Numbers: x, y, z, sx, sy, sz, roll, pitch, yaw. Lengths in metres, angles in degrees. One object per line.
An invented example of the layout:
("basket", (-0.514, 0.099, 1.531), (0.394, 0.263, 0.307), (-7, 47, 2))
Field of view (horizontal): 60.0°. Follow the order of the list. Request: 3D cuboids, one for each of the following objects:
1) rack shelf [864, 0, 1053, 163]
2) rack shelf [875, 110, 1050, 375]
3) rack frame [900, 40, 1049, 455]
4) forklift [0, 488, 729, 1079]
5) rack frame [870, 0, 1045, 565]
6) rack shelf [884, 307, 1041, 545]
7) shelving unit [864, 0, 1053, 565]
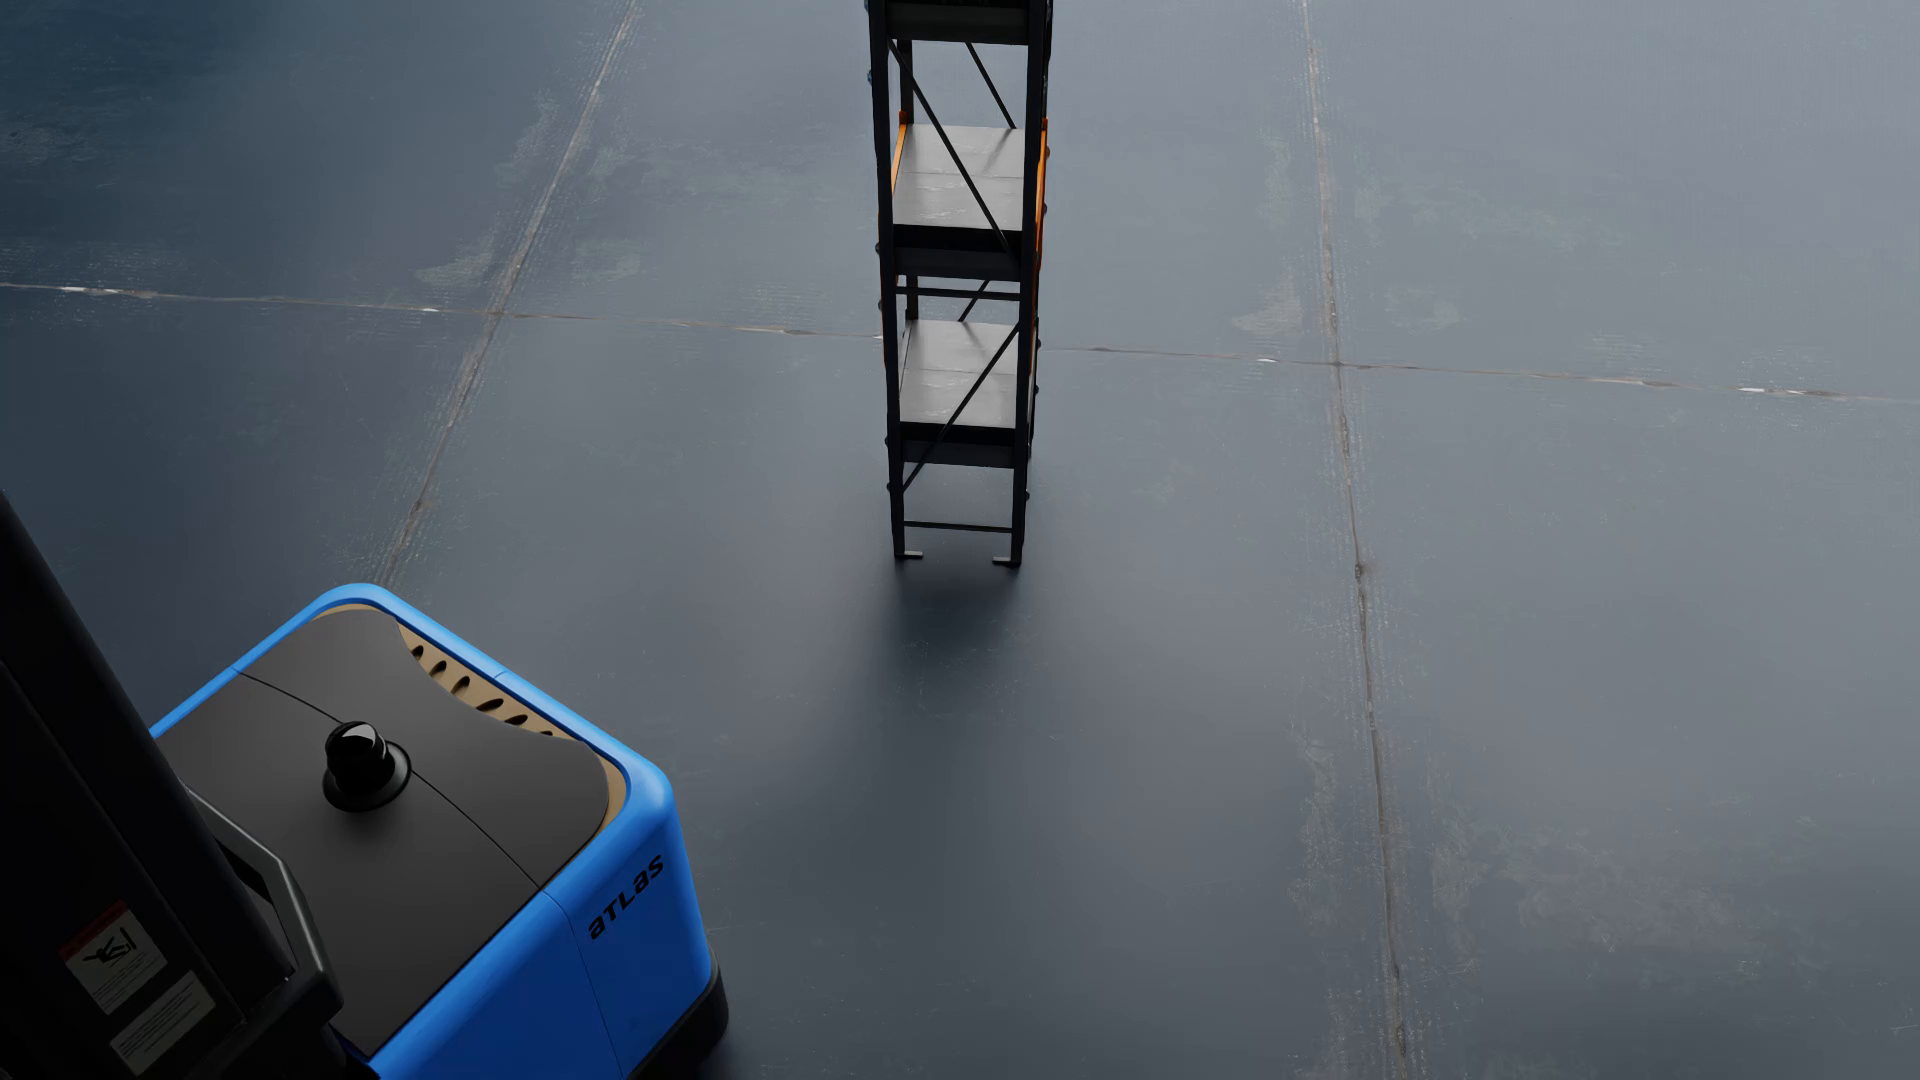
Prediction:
("rack shelf", (0.015, -1.294, 4.080), (0.431, 0.518, 0.480), (4, 48, 4))
("rack shelf", (0.015, -0.821, 4.597), (0.431, 0.518, 0.480), (4, 48, 4))
("rack frame", (0.037, -1.010, 4.750), (0.400, 2.100, 0.015), (4, 48, 4))
("forklift", (-1.834, 0.898, 2.442), (1.130, 2.935, 3.031), (28, 53, 23))
("rack frame", (-0.007, -0.651, 4.422), (0.400, 2.100, 0.015), (4, 48, 4))
("rack shelf", (0.015, -0.349, 5.113), (0.431, 0.518, 0.480), (4, 48, 4))
("shelving unit", (0.015, -0.830, 4.586), (0.431, 2.100, 0.503), (4, 48, 4))
